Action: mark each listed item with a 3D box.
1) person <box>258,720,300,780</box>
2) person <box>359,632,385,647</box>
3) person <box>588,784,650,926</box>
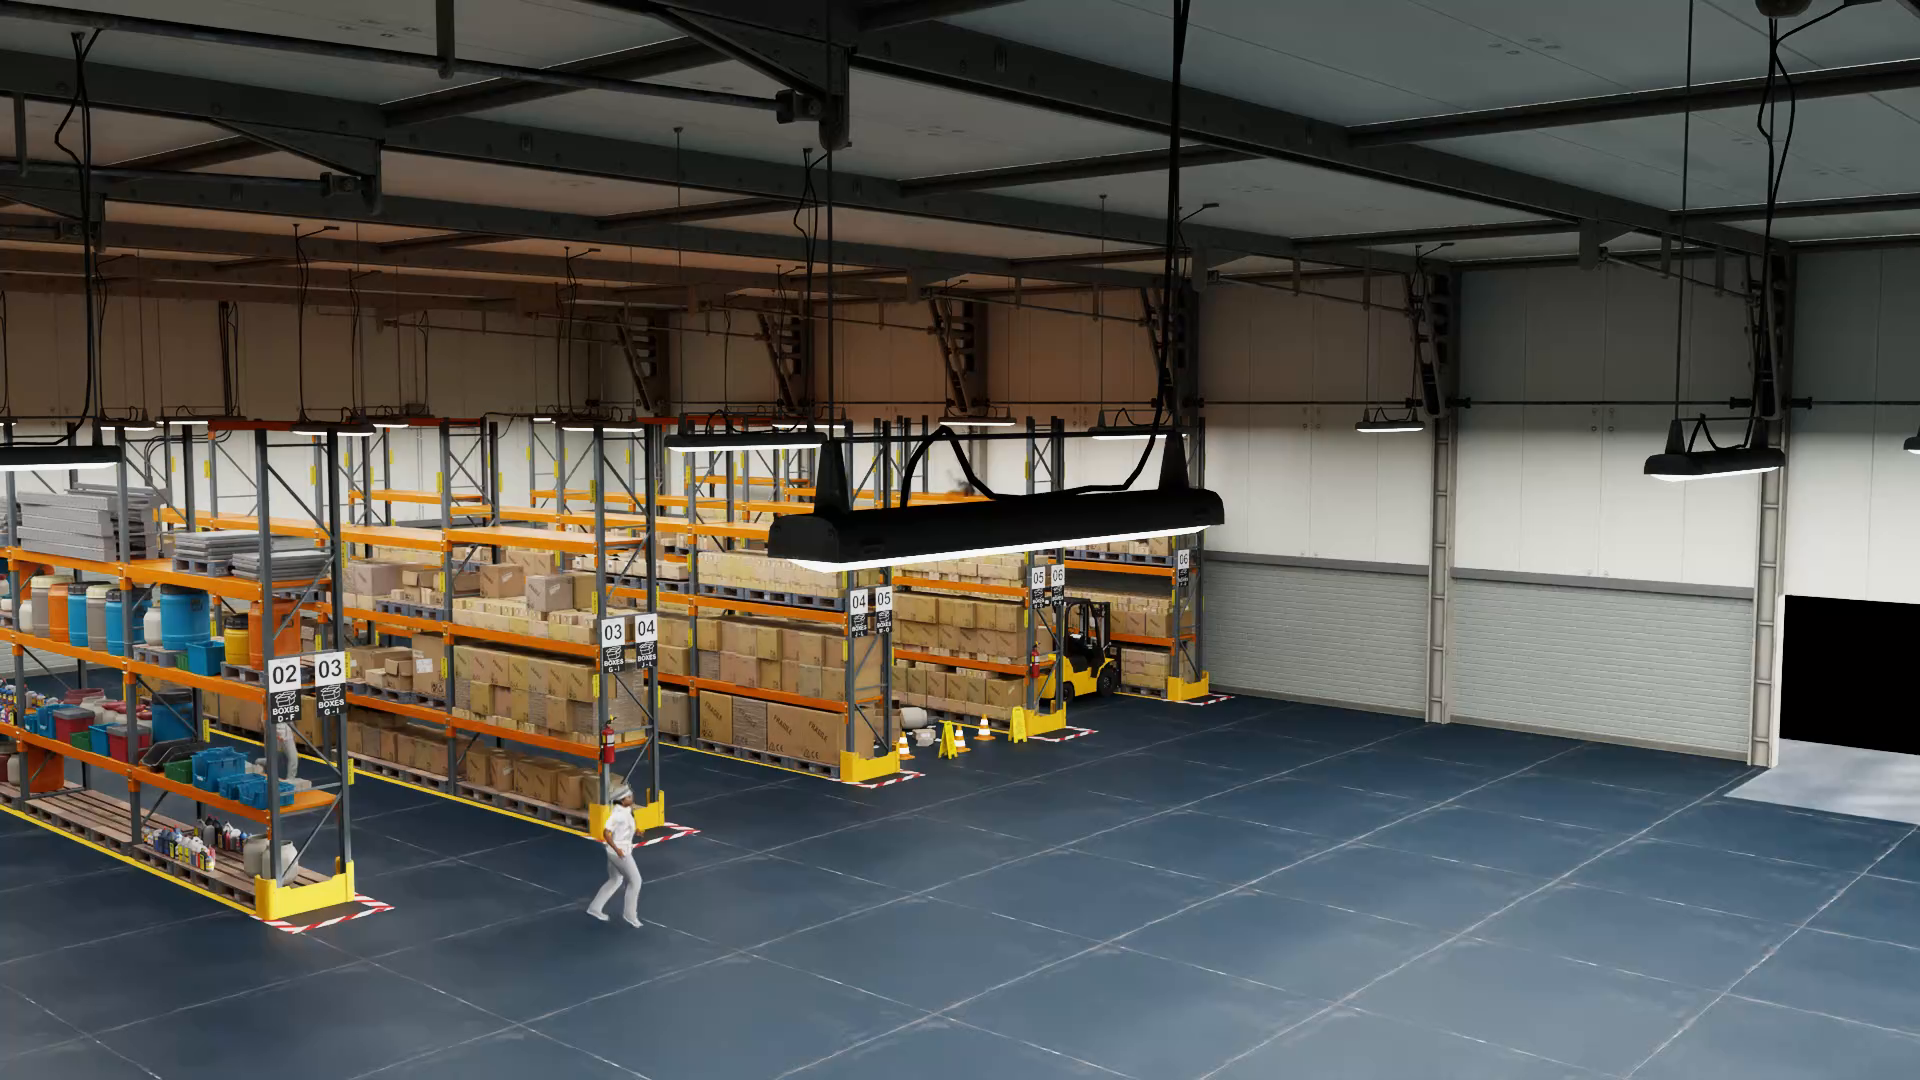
[{"bbox_3d":[-11.116,3.283,27.209,0.863,1.643,0.597,4,6,37],"label":"person"},{"bbox_3d":[-14.099,2.231,39.906,0.853,1.644,0.711,-2,5,-21],"label":"person"},{"bbox_3d":[-4.139,3.830,20.129,0.729,1.756,0.598,-1,5,-13],"label":"person"}]
